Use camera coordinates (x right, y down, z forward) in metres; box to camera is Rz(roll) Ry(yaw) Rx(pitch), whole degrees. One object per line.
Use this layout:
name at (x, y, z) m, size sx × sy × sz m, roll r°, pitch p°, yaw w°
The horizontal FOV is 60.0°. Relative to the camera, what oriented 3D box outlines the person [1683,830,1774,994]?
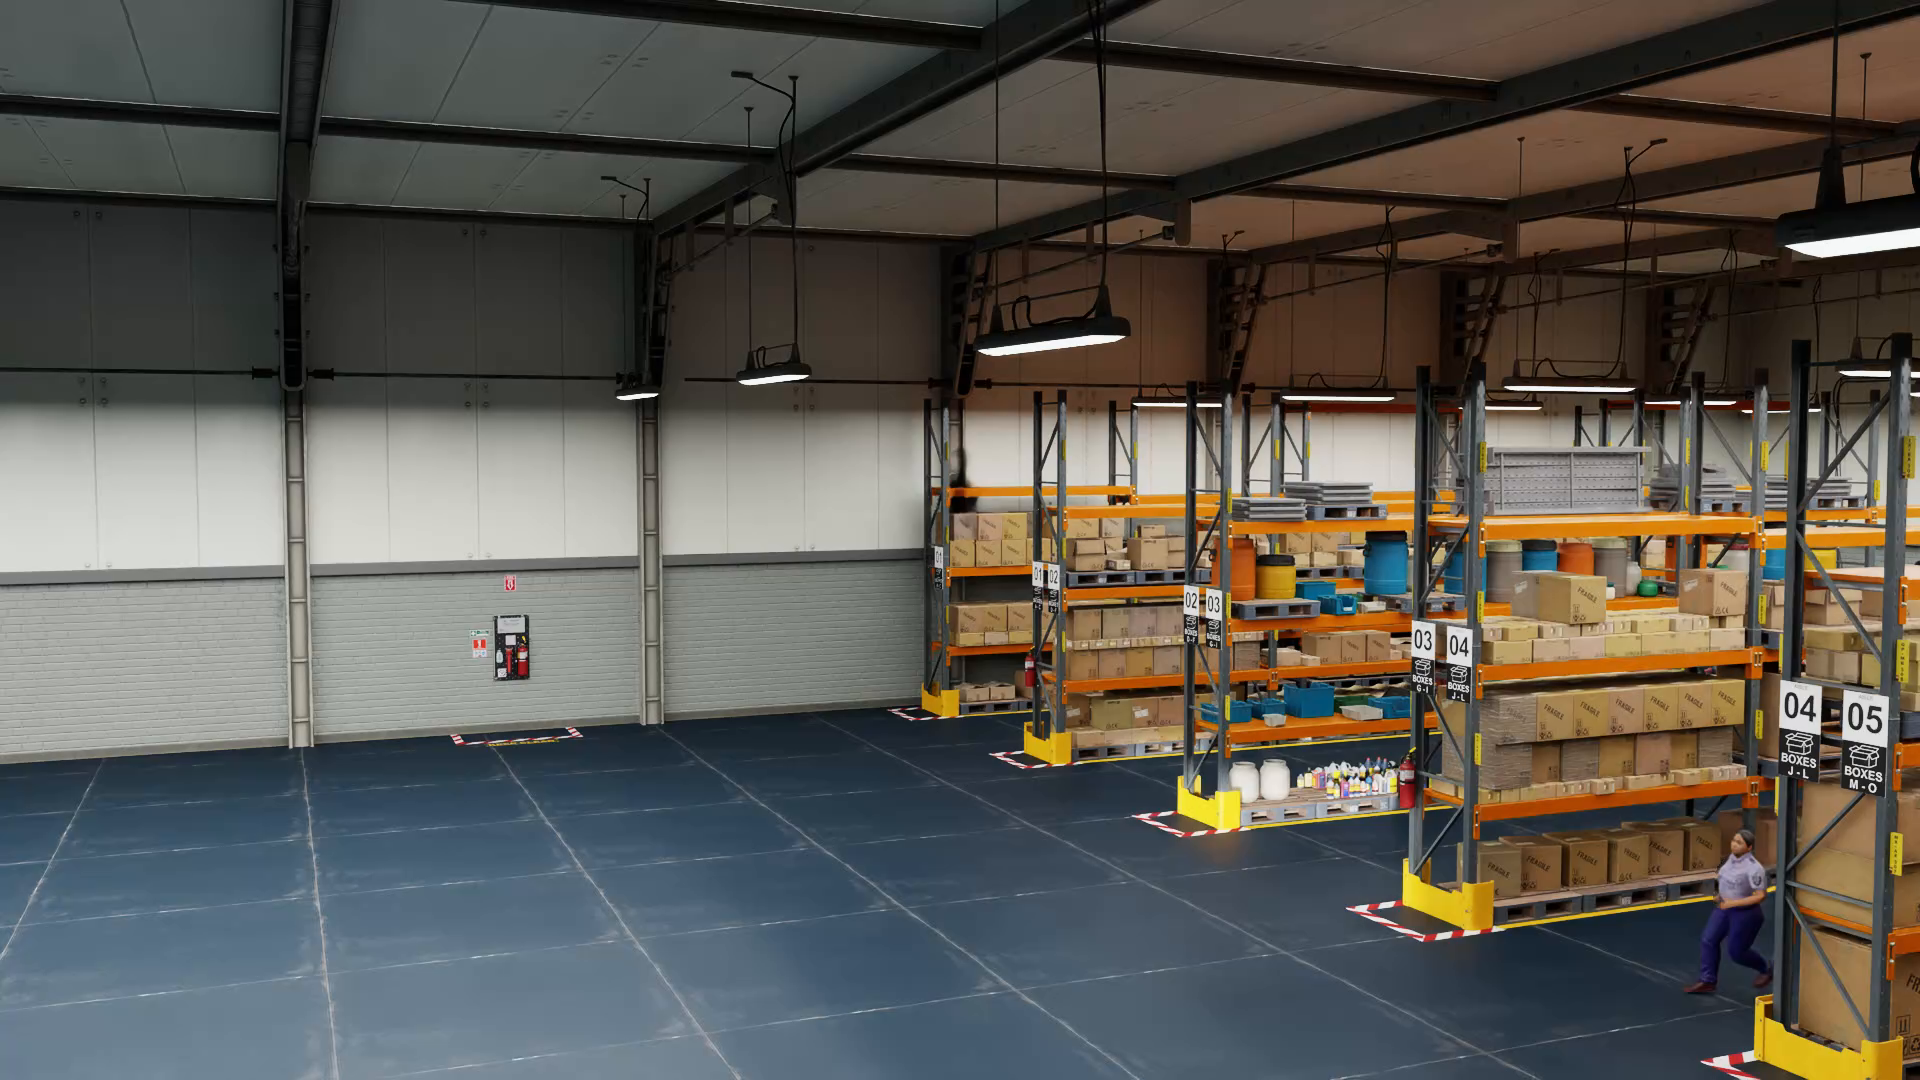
person at (7.245, 3.463, 15.363) m, size 0.840 × 1.600 × 0.641 m, roll 0°, pitch 3°, yaw -8°
